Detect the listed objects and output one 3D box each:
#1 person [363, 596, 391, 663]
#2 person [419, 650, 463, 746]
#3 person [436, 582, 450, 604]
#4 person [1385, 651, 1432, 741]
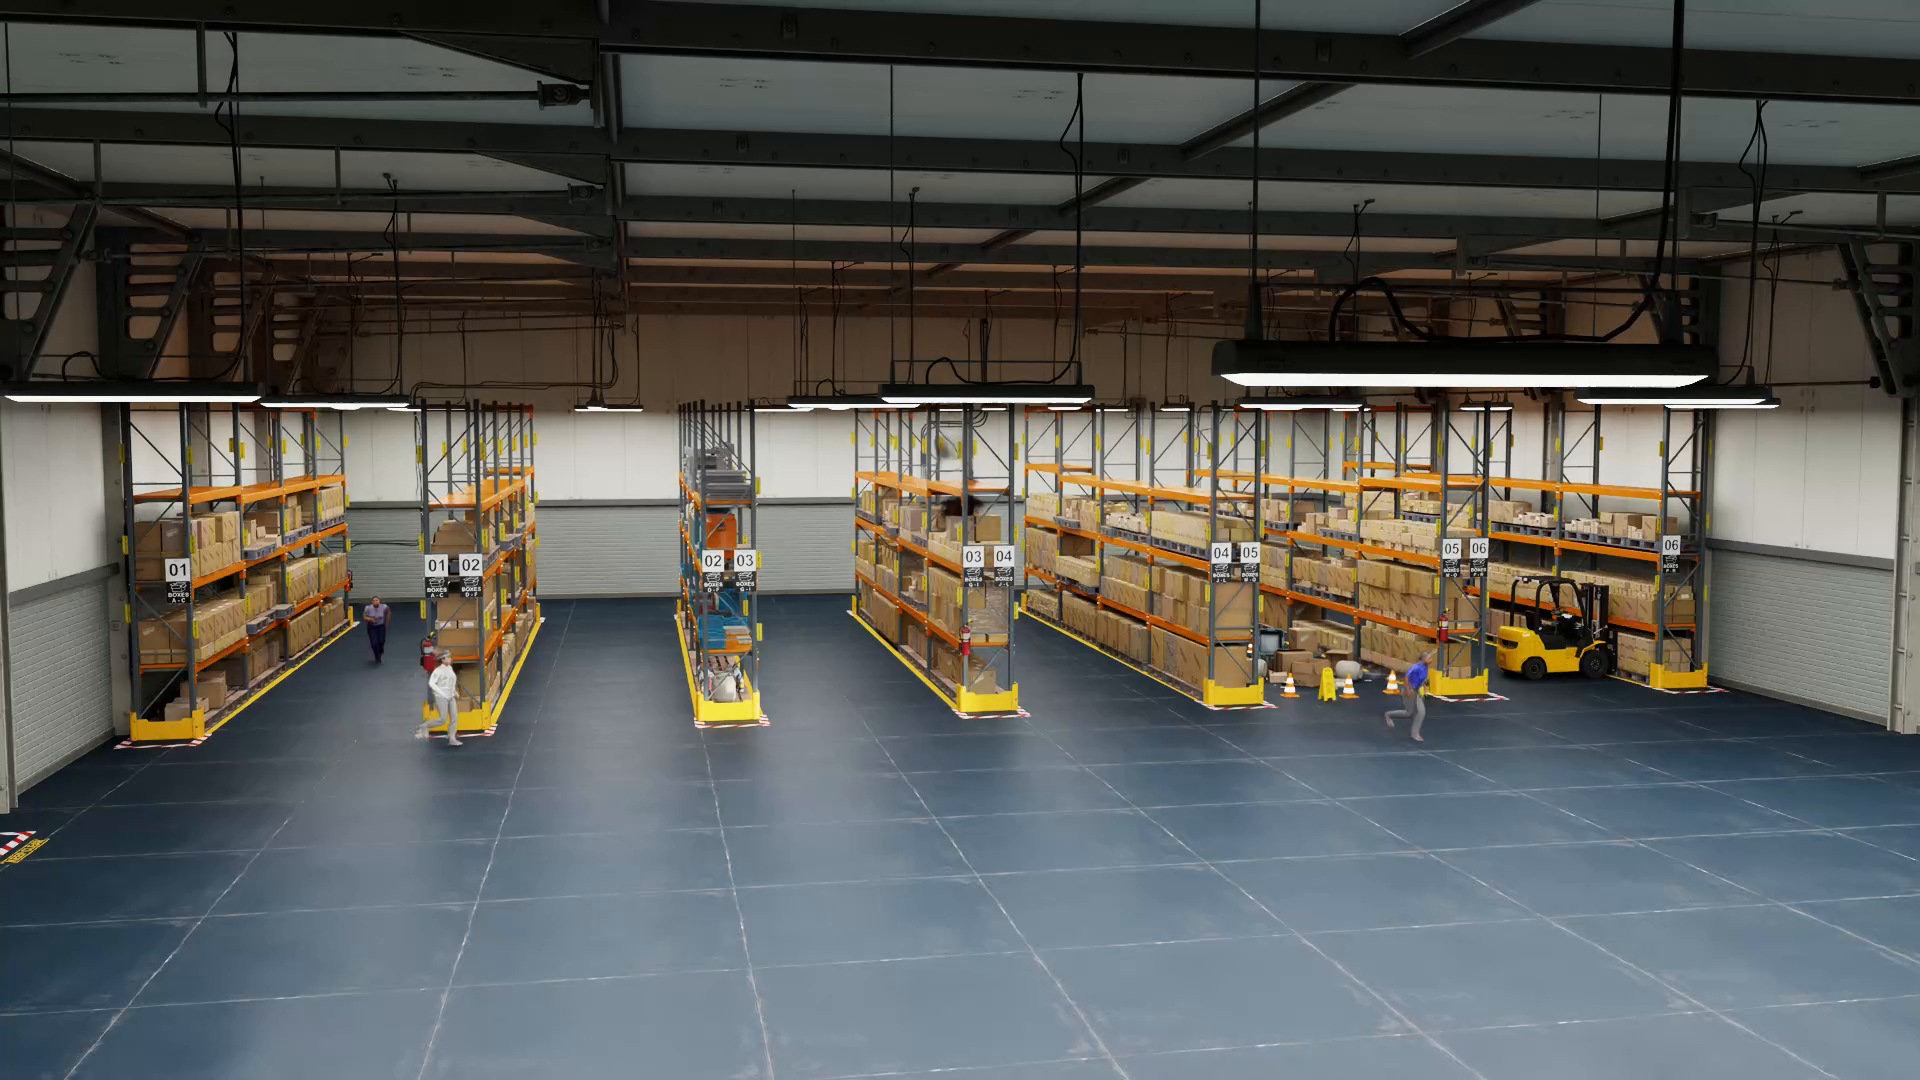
[{"bbox_3d":[-13.419,2.062,38.299,0.593,1.576,0.666,-1,5,-18],"label":"person"},{"bbox_3d":[-8.941,2.724,28.835,0.811,1.652,0.665,1,5,17],"label":"person"},{"bbox_3d":[-13.250,1.618,43.046,0.683,1.743,0.850,-1,4,-13],"label":"person"},{"bbox_3d":[7.954,2.735,29.468,0.847,1.609,0.575,3,5,37],"label":"person"}]
